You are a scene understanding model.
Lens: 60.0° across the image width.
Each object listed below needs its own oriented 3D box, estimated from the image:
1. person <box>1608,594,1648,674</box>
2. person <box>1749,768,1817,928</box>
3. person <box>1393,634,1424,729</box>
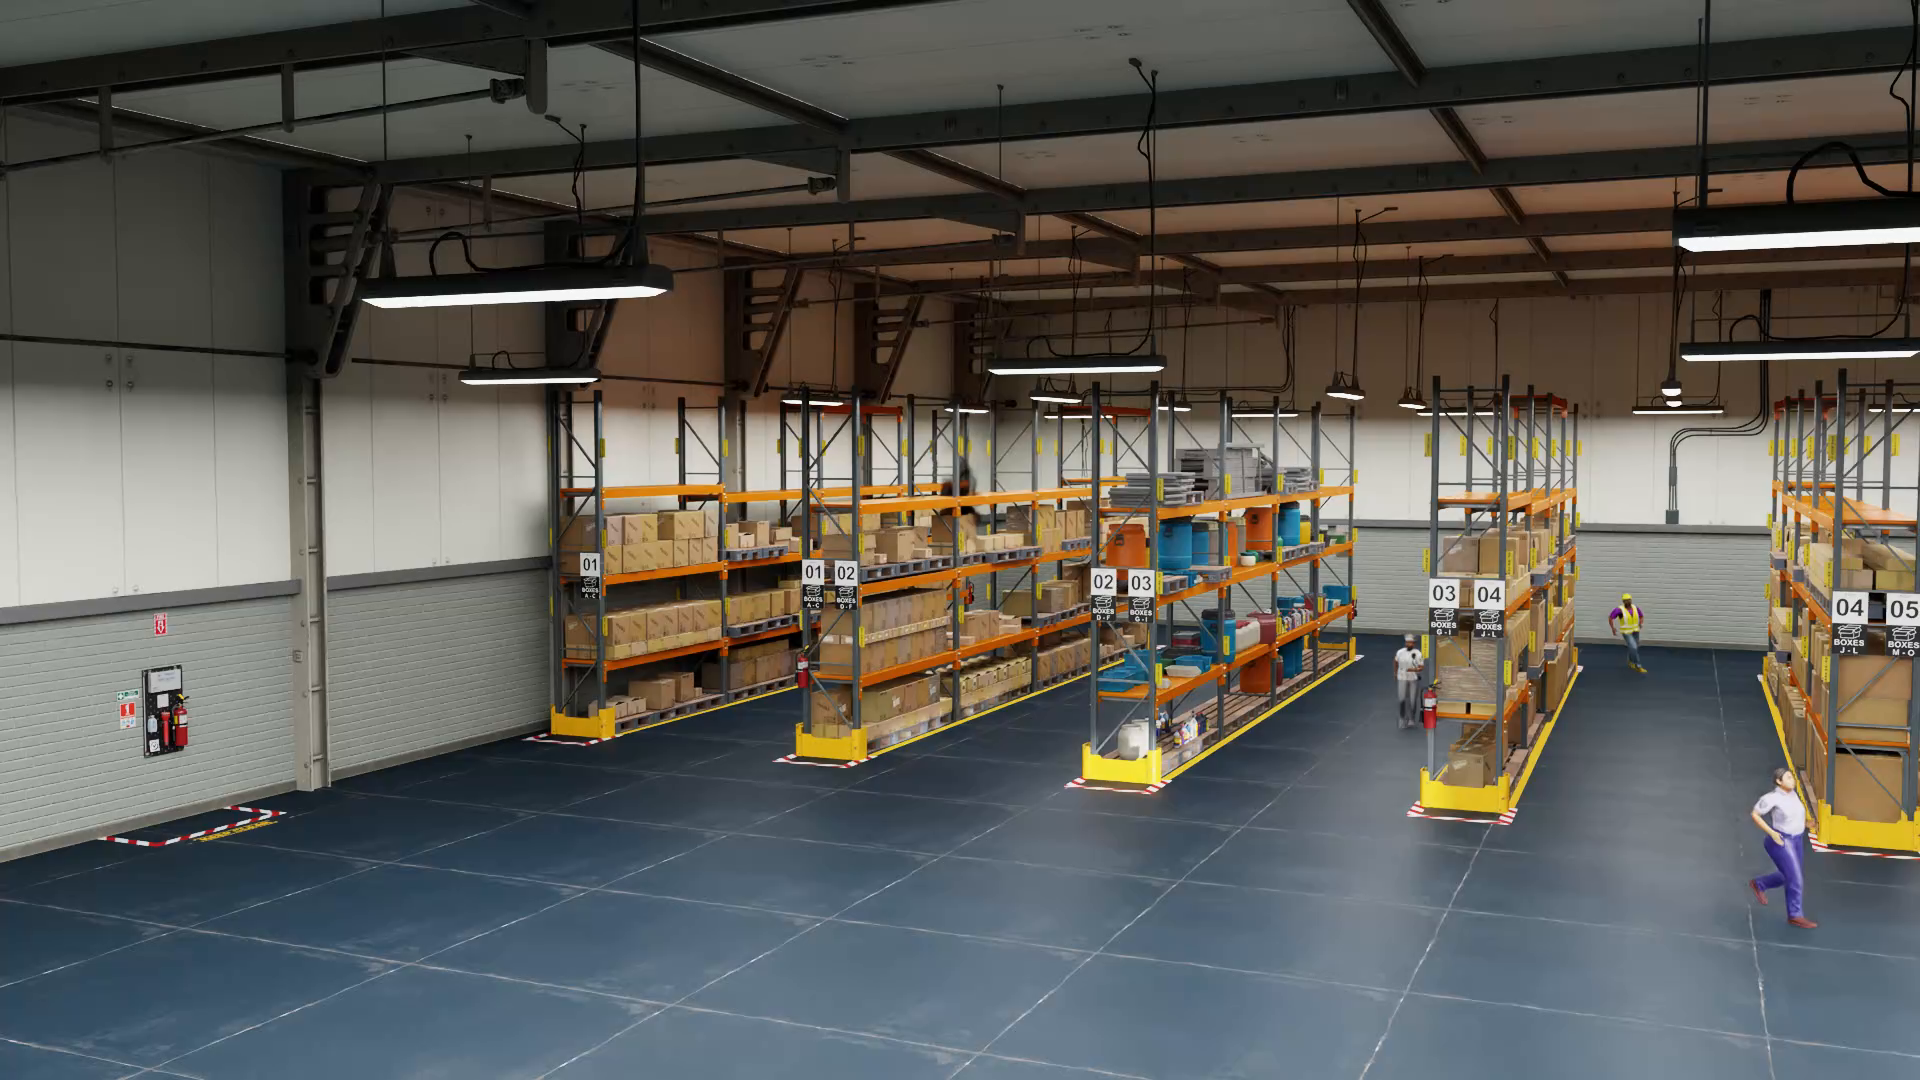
[{"bbox_3d":[14.896,2.060,37.015,0.764,1.740,0.919,-1,3,-9],"label":"person"},{"bbox_3d":[8.708,3.217,17.609,0.620,1.614,0.831,-2,4,-31],"label":"person"},{"bbox_3d":[7.988,2.520,29.663,0.548,1.699,0.670,1,3,21],"label":"person"}]
